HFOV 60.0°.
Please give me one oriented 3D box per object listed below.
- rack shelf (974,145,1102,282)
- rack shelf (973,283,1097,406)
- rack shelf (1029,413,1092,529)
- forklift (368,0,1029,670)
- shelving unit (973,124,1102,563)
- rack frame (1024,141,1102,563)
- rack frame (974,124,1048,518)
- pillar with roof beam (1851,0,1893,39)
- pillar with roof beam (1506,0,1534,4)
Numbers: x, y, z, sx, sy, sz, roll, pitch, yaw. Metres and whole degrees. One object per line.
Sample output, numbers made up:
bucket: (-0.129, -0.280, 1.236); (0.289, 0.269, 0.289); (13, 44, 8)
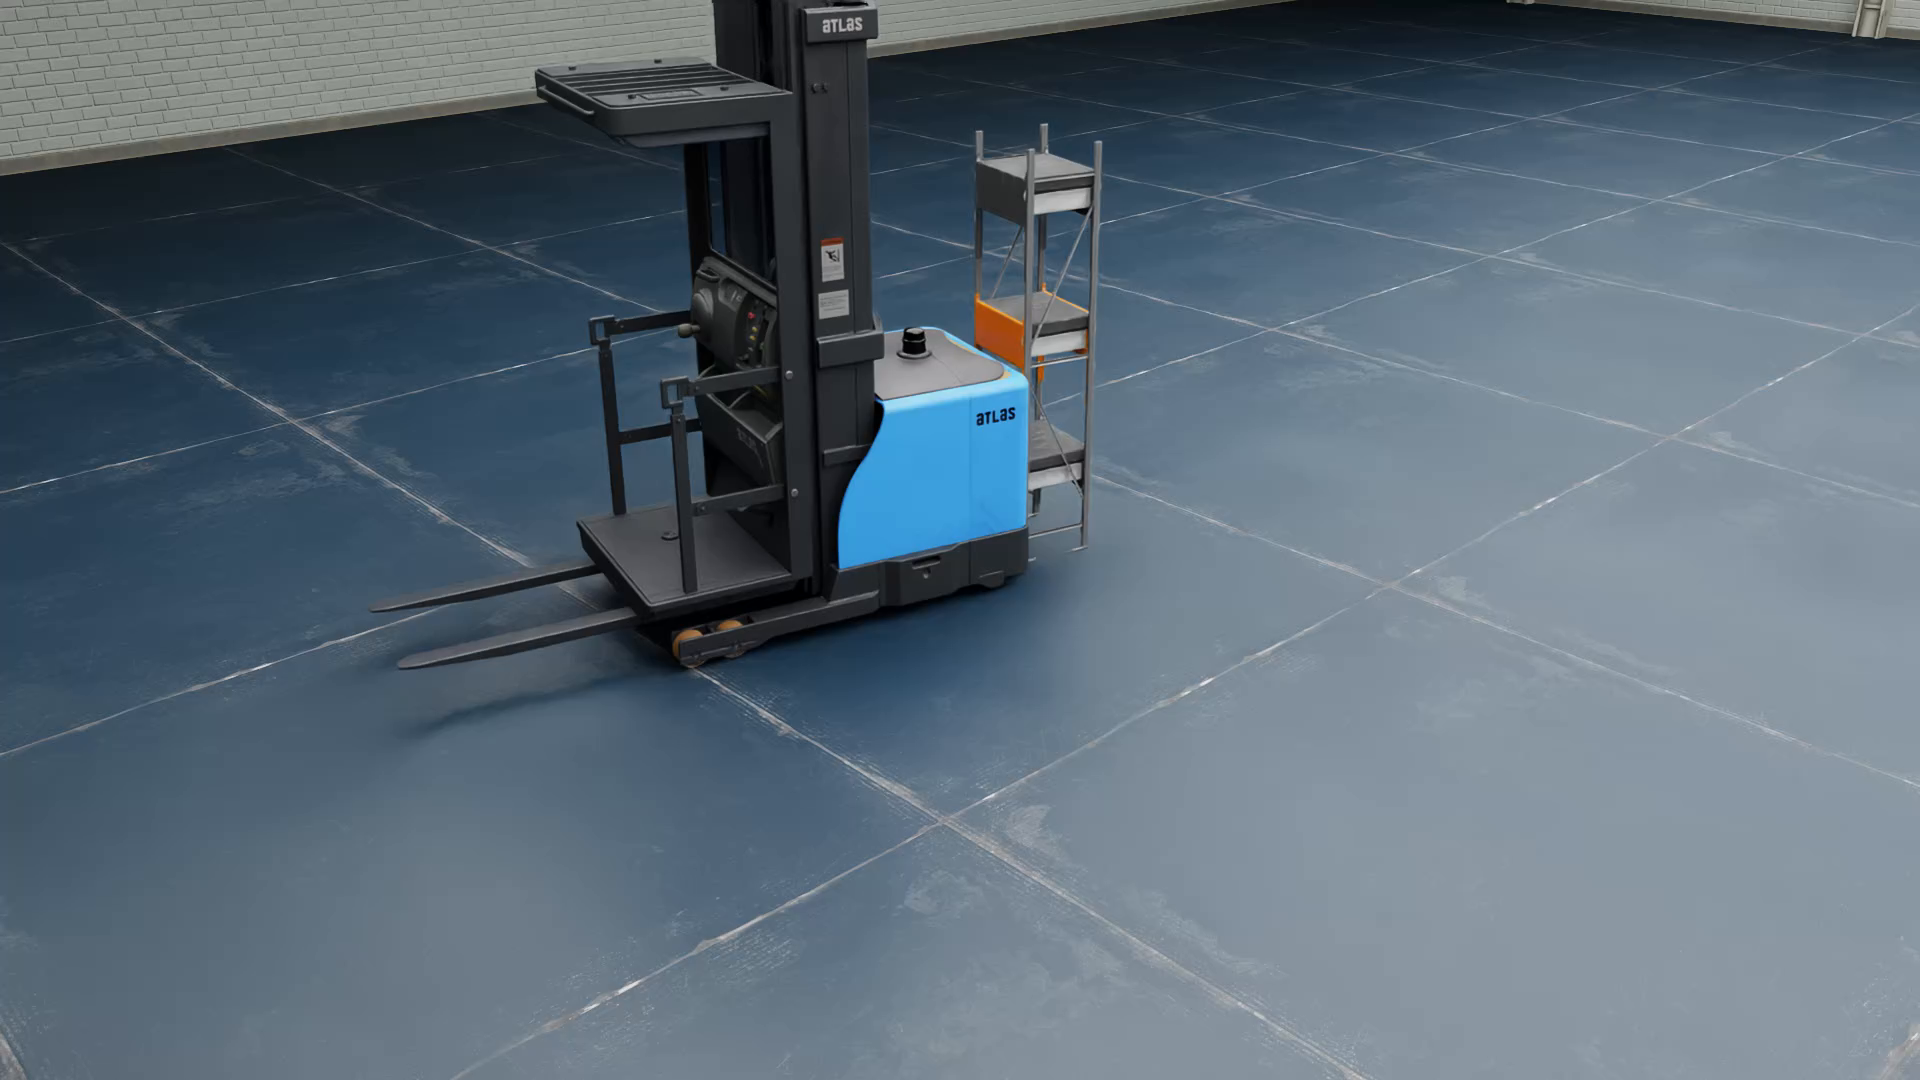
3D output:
rack shelf: (0.369, -1.587, 8.045); (0.431, 0.518, 0.480); (-13, 27, -26)
rack shelf: (0.369, -0.950, 8.335); (0.431, 0.518, 0.480); (-13, 27, -26)
rack shelf: (0.369, -0.313, 8.626); (0.431, 0.518, 0.480); (-13, 27, -26)
forklift: (-1.201, -1.010, 7.432); (3.031, 2.935, 1.130); (-13, 27, -26)
shelving unit: (0.369, -0.962, 8.330); (0.431, 2.100, 0.503); (-13, 27, -26)
rack frame: (0.486, -0.874, 8.135); (0.400, 2.100, 0.015); (-13, 27, -26)
rack frame: (0.252, -1.051, 8.525); (0.400, 2.100, 0.015); (-13, 27, -26)
pillar with roof beam: (11.075, -10.755, 21.482); (9.100, 9.000, 0.400); (-21, 32, -38)
pillar with roof beam: (6.974, -12.572, 25.467); (9.100, 9.000, 0.400); (-21, 32, -38)
